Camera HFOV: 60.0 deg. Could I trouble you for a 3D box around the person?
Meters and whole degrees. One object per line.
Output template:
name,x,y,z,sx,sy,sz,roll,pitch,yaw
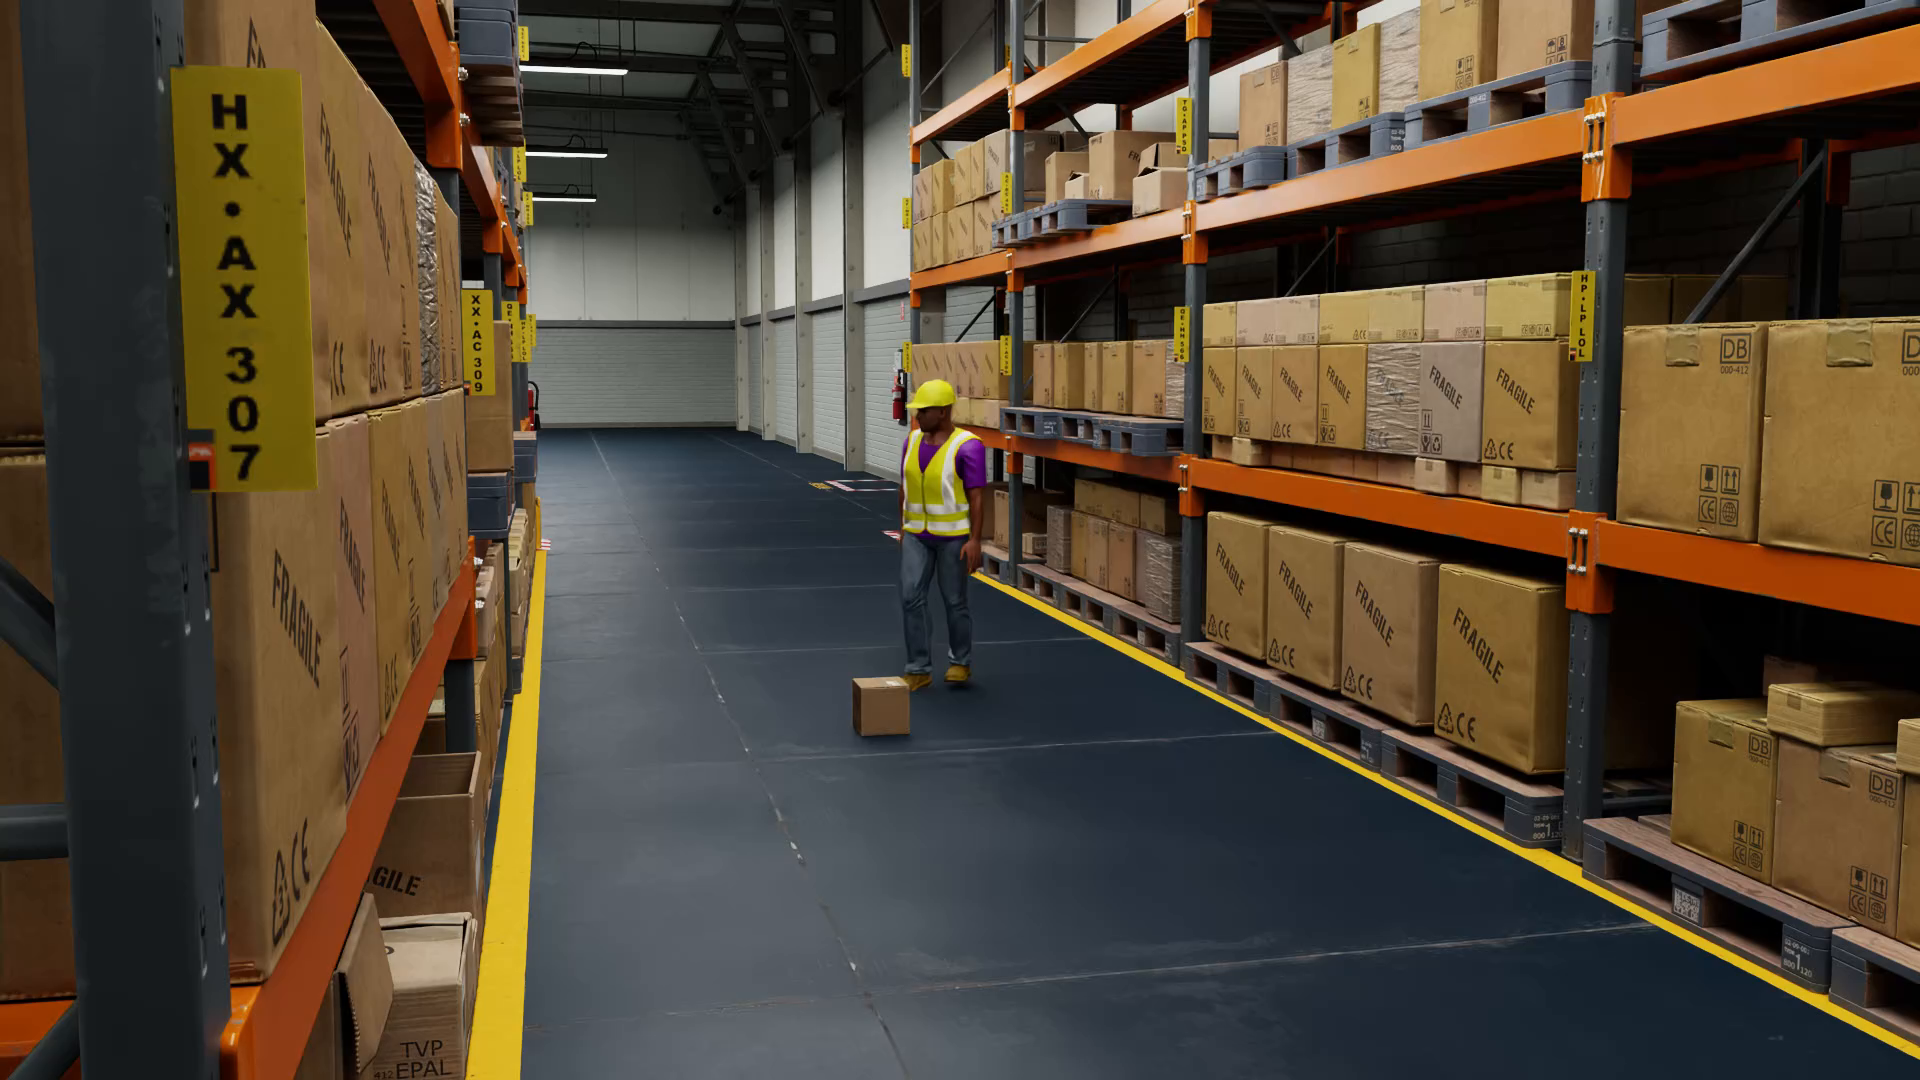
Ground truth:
person,-0.093,-0.006,9.510,0.595,1.818,0.534,3,7,27
